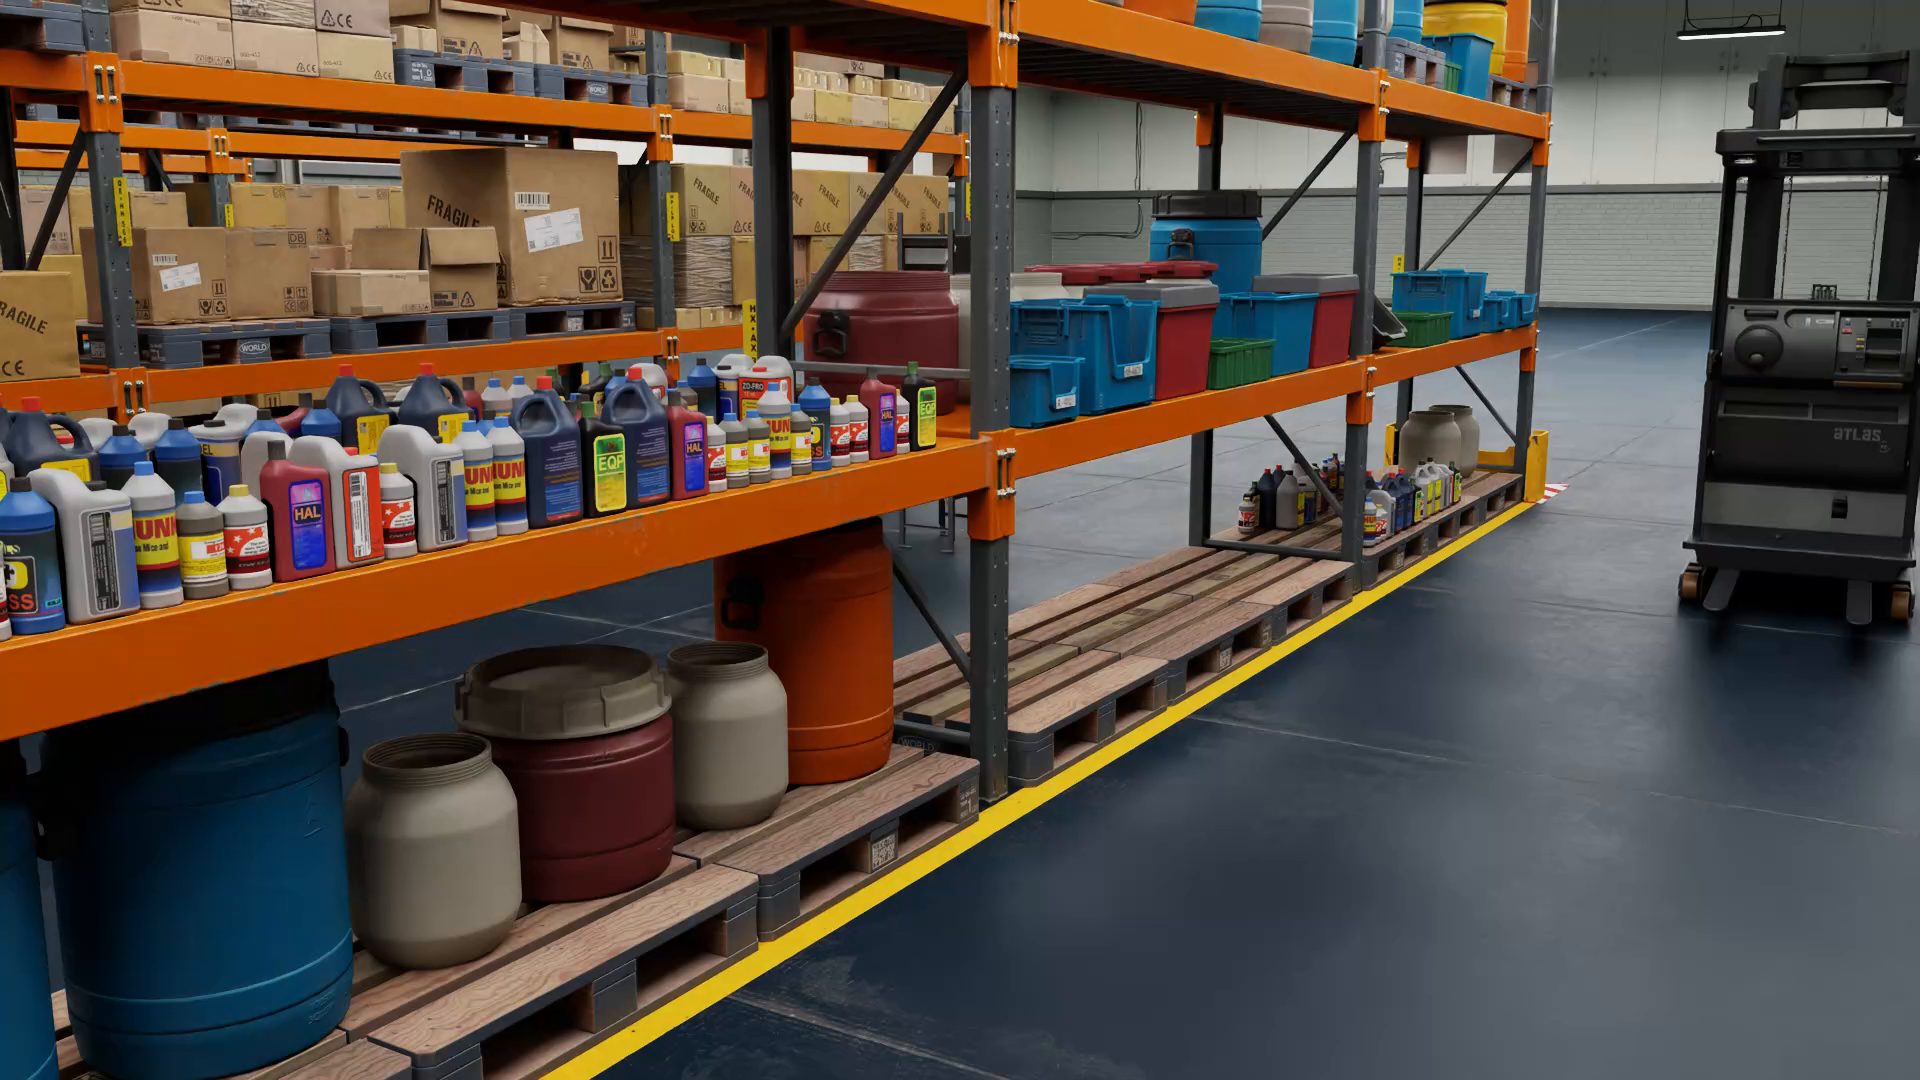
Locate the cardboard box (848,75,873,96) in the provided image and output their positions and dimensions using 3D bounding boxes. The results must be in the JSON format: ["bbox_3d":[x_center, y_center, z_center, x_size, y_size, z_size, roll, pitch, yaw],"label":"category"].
[{"bbox_3d":[-0.926,-3.645,13.358,0.380,0.149,0.250,6,12,28],"label":"cardboard box"}]

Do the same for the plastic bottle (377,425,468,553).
[{"bbox_3d":[-1.196,-0.123,3.709,0.152,0.276,0.135,6,12,31],"label":"plastic bottle"}]

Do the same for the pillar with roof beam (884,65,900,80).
[{"bbox_3d":[1.928,-10.034,40.014,9.100,9.000,0.548,6,12,31],"label":"pillar with roof beam"}]

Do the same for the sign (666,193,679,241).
[{"bbox_3d":[-1.967,-2.213,11.392,0.100,0.325,0.005,6,12,31],"label":"sign"}]

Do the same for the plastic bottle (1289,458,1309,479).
[{"bbox_3d":[2.145,-0.347,10.575,0.144,0.351,0.185,6,12,30],"label":"plastic bottle"}]

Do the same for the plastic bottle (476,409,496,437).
[{"bbox_3d":[-1.135,-0.180,4.030,0.097,0.271,0.097,0,11,0],"label":"plastic bottle"}]

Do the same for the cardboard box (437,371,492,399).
[{"bbox_3d":[-5.304,-1.726,16.568,0.875,0.875,0.875,6,12,30],"label":"cardboard box"}]

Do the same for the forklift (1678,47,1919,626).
[{"bbox_3d":[4.562,-1.110,8.830,1.130,2.935,3.031,6,12,28],"label":"forklift"}]

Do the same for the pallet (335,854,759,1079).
[{"bbox_3d":[-1.295,1.096,4.443,1.003,0.211,1.213,6,12,31],"label":"pallet"}]

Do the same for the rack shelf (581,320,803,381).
[{"bbox_3d":[-1.405,-1.657,13.525,1.077,0.370,4.000,6,12,31],"label":"rack shelf"}]

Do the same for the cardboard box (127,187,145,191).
[{"bbox_3d":[-9.361,-3.689,18.625,0.700,0.500,0.500,6,12,30],"label":"cardboard box"}]

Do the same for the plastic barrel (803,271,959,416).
[{"bbox_3d":[-0.305,-0.763,6.423,0.600,0.536,0.708,6,12,31],"label":"plastic barrel"}]

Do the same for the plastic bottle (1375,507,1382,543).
[{"bbox_3d":[2.383,-0.088,9.597,0.097,0.201,0.097,0,11,0],"label":"plastic bottle"}]

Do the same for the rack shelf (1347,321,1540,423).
[{"bbox_3d":[2.828,-1.184,10.997,1.077,0.370,4.000,6,12,31],"label":"rack shelf"}]

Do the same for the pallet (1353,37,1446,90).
[{"bbox_3d":[2.081,-2.728,9.648,1.213,0.211,1.003,6,12,31],"label":"pallet"}]

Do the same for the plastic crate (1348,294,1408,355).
[{"bbox_3d":[2.171,-1.263,9.632,0.767,0.338,0.504,6,12,31],"label":"plastic crate"}]

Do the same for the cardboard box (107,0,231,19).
[{"bbox_3d":[-4.056,-2.886,8.351,0.500,0.500,0.500,7,12,31],"label":"cardboard box"}]

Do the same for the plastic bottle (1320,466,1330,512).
[{"bbox_3d":[2.324,-0.329,10.662,0.061,0.283,0.133,6,12,31],"label":"plastic bottle"}]

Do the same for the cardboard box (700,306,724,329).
[{"bbox_3d":[-1.933,-1.616,12.032,0.380,0.149,0.250,6,12,31],"label":"cardboard box"}]

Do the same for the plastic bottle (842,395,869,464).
[{"bbox_3d":[-0.327,-0.339,5.070,0.097,0.201,0.097,0,11,0],"label":"plastic bottle"}]

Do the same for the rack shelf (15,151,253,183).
[{"bbox_3d":[-9.874,-4.078,18.306,1.077,0.370,4.000,6,12,31],"label":"rack shelf"}]

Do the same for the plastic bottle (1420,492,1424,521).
[{"bbox_3d":[2.829,-0.223,10.319,0.097,0.201,0.097,0,11,0],"label":"plastic bottle"}]

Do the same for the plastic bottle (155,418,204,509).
[{"bbox_3d":[-1.797,-0.144,3.834,0.097,0.271,0.097,0,11,0],"label":"plastic bottle"}]

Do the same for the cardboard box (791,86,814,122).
[{"bbox_3d":[-1.453,-3.304,12.623,0.500,0.250,0.500,6,12,28],"label":"cardboard box"}]

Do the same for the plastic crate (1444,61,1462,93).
[{"bbox_3d":[2.842,-2.816,10.181,0.336,0.188,0.450,6,12,31],"label":"plastic crate"}]

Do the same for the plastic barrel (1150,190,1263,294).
[{"bbox_3d":[1.331,-1.438,9.035,0.600,0.901,0.708,6,12,31],"label":"plastic barrel"}]

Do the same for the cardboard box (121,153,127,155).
[{"bbox_3d":[-9.471,-4.342,18.439,0.380,0.149,0.250,6,12,29],"label":"cardboard box"}]

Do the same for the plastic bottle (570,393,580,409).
[{"bbox_3d":[-1.181,-0.350,5.126,0.097,0.201,0.097,0,11,0],"label":"plastic bottle"}]

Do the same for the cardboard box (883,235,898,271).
[{"bbox_3d":[-0.832,-2.347,14.173,0.875,0.500,0.500,6,12,31],"label":"cardboard box"}]

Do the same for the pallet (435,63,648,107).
[{"bbox_3d":[-2.855,-2.992,11.056,1.213,0.211,1.003,6,12,31],"label":"pallet"}]

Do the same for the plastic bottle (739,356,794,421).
[{"bbox_3d":[-0.658,-0.481,5.626,0.152,0.276,0.135,6,12,31],"label":"plastic bottle"}]

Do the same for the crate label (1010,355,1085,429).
[{"bbox_3d":[0.252,-0.542,6.069,0.303,0.233,0.416,6,12,31],"label":"crate label"}]

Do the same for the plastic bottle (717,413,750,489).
[{"bbox_3d":[-0.631,-0.248,4.579,0.097,0.201,0.097,0,11,0],"label":"plastic bottle"}]

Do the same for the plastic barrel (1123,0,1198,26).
[{"bbox_3d":[0.665,-2.491,6.704,0.600,0.830,0.708,6,12,31],"label":"plastic barrel"}]

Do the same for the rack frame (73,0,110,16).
[{"bbox_3d":[-4.520,-4.016,7.866,1.000,3.000,0.127,6,12,31],"label":"rack frame"}]

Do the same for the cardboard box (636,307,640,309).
[{"bbox_3d":[-2.445,-1.673,12.337,0.380,0.149,0.250,6,12,31],"label":"cardboard box"}]

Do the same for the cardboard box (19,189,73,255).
[{"bbox_3d":[-7.410,-2.488,13.016,0.700,0.500,0.500,6,12,31],"label":"cardboard box"}]

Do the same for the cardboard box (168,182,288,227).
[{"bbox_3d":[-6.409,-2.845,14.574,0.875,0.550,0.550,6,12,31],"label":"cardboard box"}]

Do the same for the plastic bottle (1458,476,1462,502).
[{"bbox_3d":[3.288,-0.362,11.062,0.097,0.201,0.097,0,11,0],"label":"plastic bottle"}]

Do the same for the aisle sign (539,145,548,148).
[{"bbox_3d":[-4.260,-4.076,17.422,0.394,0.787,0.004,6,12,31],"label":"aisle sign"}]

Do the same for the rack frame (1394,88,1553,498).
[{"bbox_3d":[3.867,-1.852,12.611,1.000,3.000,0.127,6,12,31],"label":"rack frame"}]

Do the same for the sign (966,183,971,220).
[{"bbox_3d":[0.098,-2.994,14.703,0.100,0.325,0.005,6,12,31],"label":"sign"}]

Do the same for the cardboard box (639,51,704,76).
[{"bbox_3d":[-2.011,-3.315,11.595,0.380,0.149,0.250,6,12,29],"label":"cardboard box"}]

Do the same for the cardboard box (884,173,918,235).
[{"bbox_3d":[-0.695,-2.823,13.999,0.500,0.500,0.500,6,12,31],"label":"cardboard box"}]

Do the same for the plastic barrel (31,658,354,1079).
[{"bbox_3d":[-1.699,0.665,3.728,0.600,0.901,0.708,6,12,31],"label":"plastic barrel"}]

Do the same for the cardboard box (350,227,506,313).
[{"bbox_3d":[-3.264,-1.672,10.227,0.797,0.503,0.637,8,13,36],"label":"cardboard box"}]

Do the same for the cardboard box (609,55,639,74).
[{"bbox_3d":[-2.521,-3.372,11.900,0.380,0.149,0.250,7,13,32],"label":"cardboard box"}]

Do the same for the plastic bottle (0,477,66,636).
[{"bbox_3d":[-1.644,0.025,2.933,0.097,0.271,0.097,0,11,0],"label":"plastic bottle"}]

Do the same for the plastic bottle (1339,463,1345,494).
[{"bbox_3d":[2.605,-0.421,11.377,0.097,0.201,0.097,0,11,0],"label":"plastic bottle"}]

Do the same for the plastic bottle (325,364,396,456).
[{"bbox_3d":[-1.594,-0.290,4.399,0.144,0.351,0.185,6,12,31],"label":"plastic bottle"}]

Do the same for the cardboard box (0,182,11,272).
[{"bbox_3d":[-4.913,-1.496,7.711,0.797,0.503,0.637,7,13,33],"label":"cardboard box"}]

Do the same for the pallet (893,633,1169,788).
[{"bbox_3d":[0.149,0.658,6.778,1.003,0.211,1.213,6,12,31],"label":"pallet"}]

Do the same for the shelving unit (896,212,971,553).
[{"bbox_3d":[-0.086,-1.006,10.536,0.431,2.100,0.503,6,12,31],"label":"shelving unit"}]

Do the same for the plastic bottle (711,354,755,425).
[{"bbox_3d":[-0.788,-0.496,5.704,0.152,0.276,0.135,6,12,31],"label":"plastic bottle"}]

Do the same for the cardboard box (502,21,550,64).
[{"bbox_3d":[-2.846,-3.154,10.635,0.396,0.266,0.258,7,13,33],"label":"cardboard box"}]
